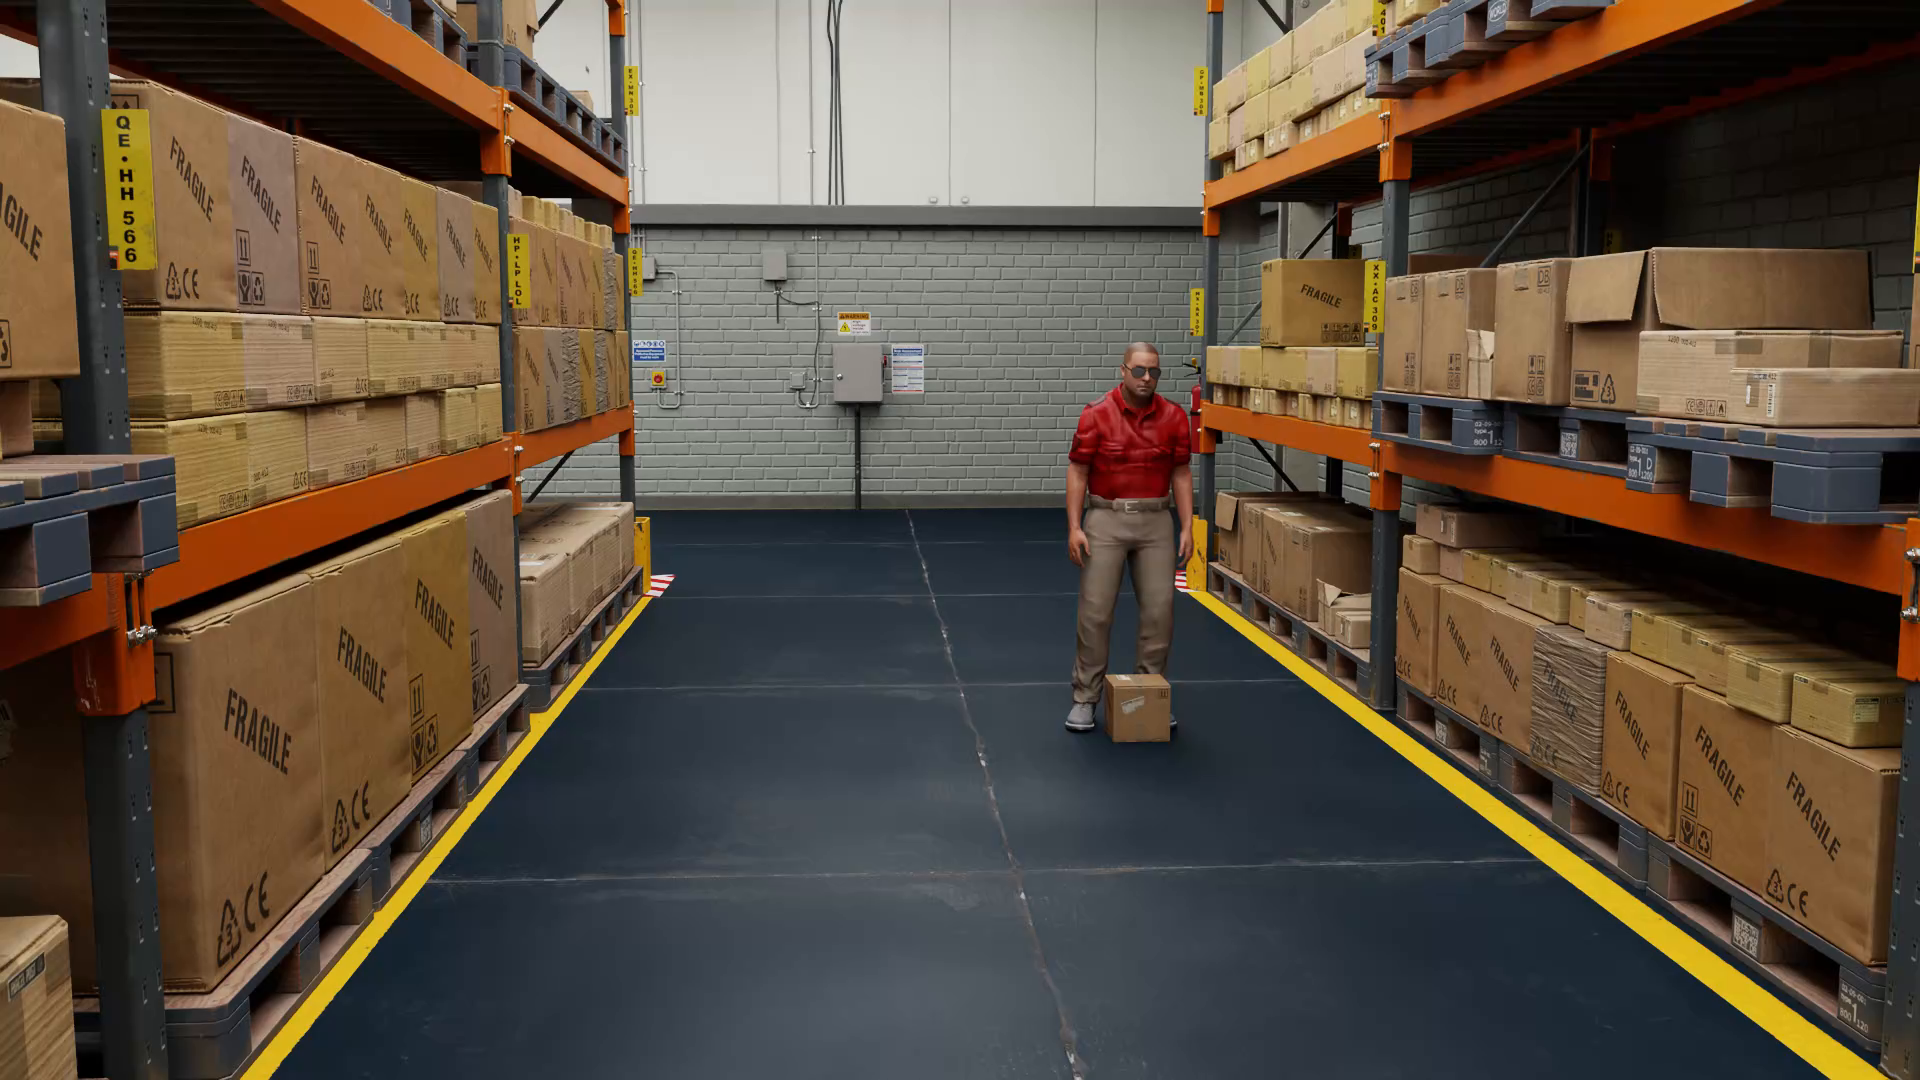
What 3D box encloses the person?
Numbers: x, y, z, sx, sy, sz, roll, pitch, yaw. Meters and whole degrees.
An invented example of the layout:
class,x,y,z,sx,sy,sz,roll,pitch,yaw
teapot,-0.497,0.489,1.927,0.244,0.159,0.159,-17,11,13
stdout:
class,x,y,z,sx,sy,sz,roll,pitch,yaw
person,0.765,-0.024,7.498,0.606,1.727,0.399,-1,7,-7
